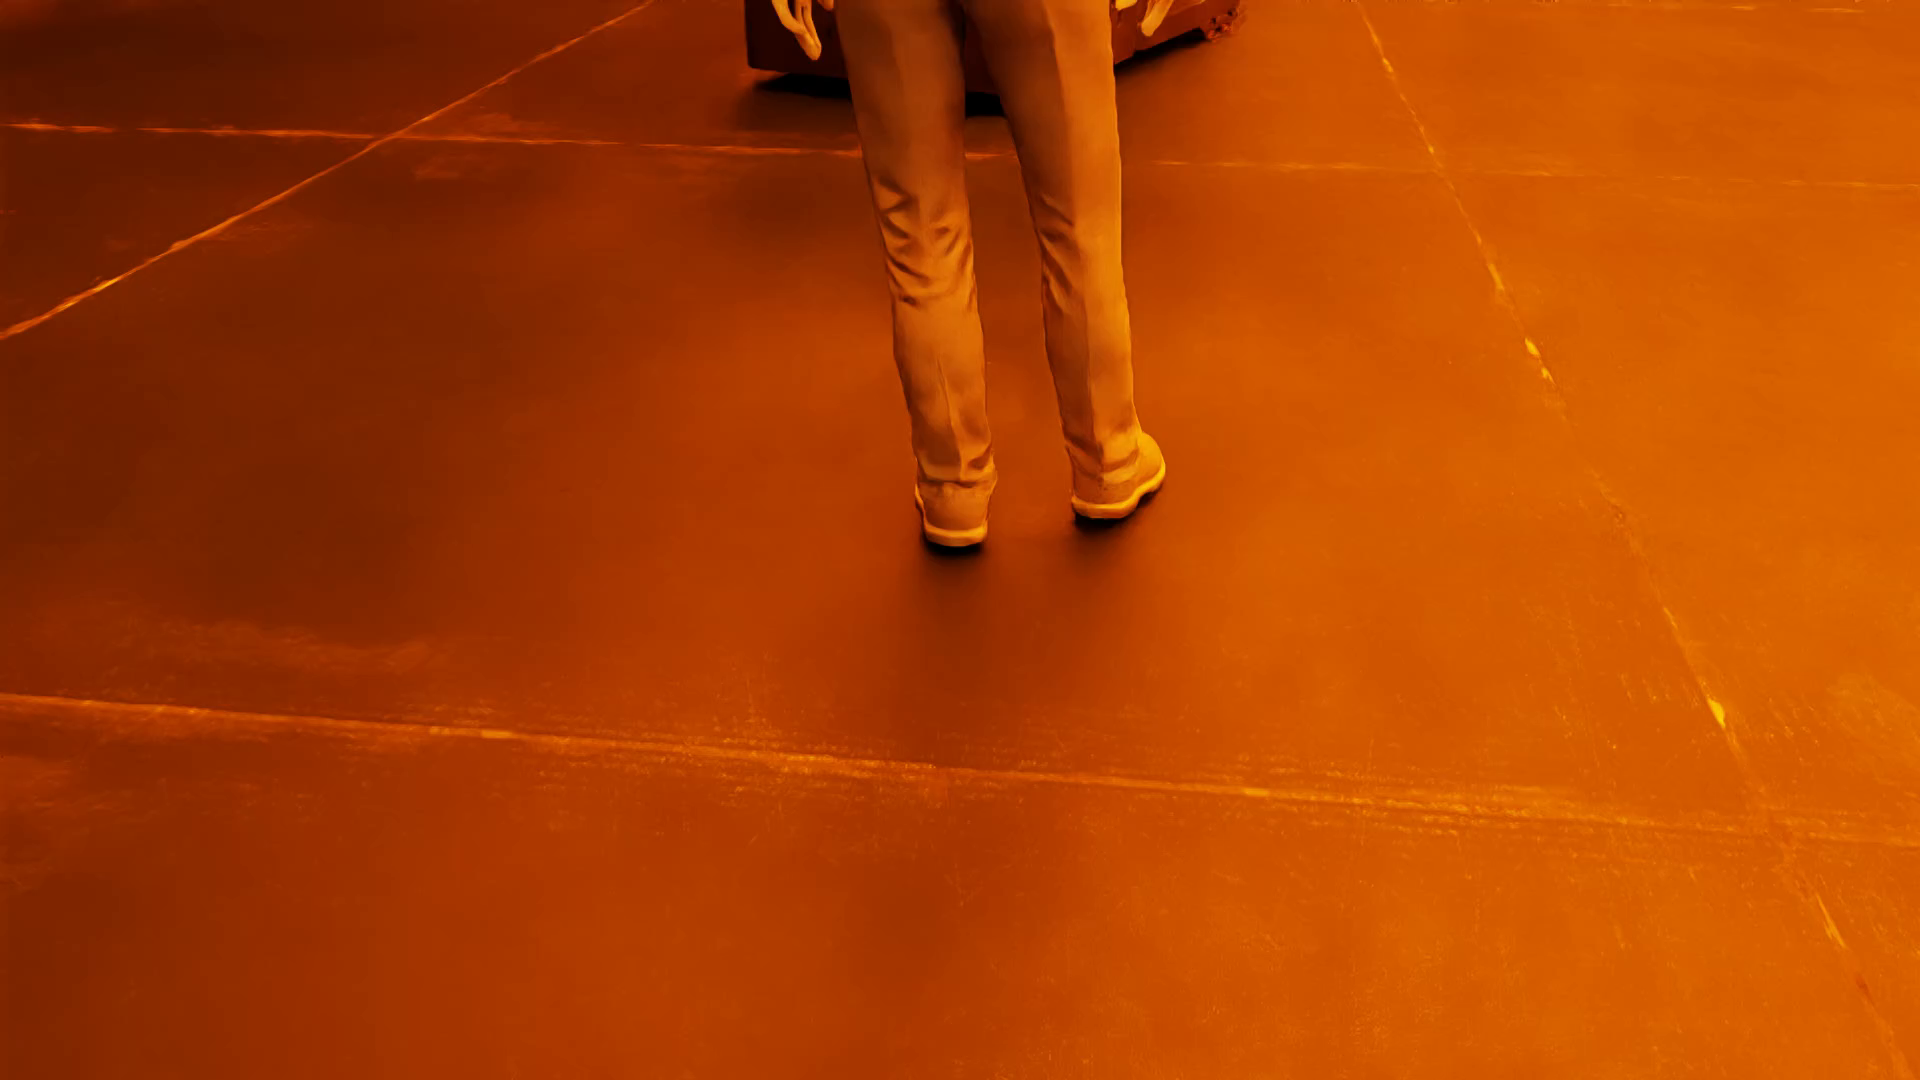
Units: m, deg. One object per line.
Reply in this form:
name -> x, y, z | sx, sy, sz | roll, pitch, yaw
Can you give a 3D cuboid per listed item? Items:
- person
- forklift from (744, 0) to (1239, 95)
person -> 0.016, -0.794, 2.178 | 0.586, 1.695, 0.532 | 3, 27, 7
forklift -> 0.430, -3.288, 5.807 | 1.130, 2.935, 3.031 | 13, 29, 24
